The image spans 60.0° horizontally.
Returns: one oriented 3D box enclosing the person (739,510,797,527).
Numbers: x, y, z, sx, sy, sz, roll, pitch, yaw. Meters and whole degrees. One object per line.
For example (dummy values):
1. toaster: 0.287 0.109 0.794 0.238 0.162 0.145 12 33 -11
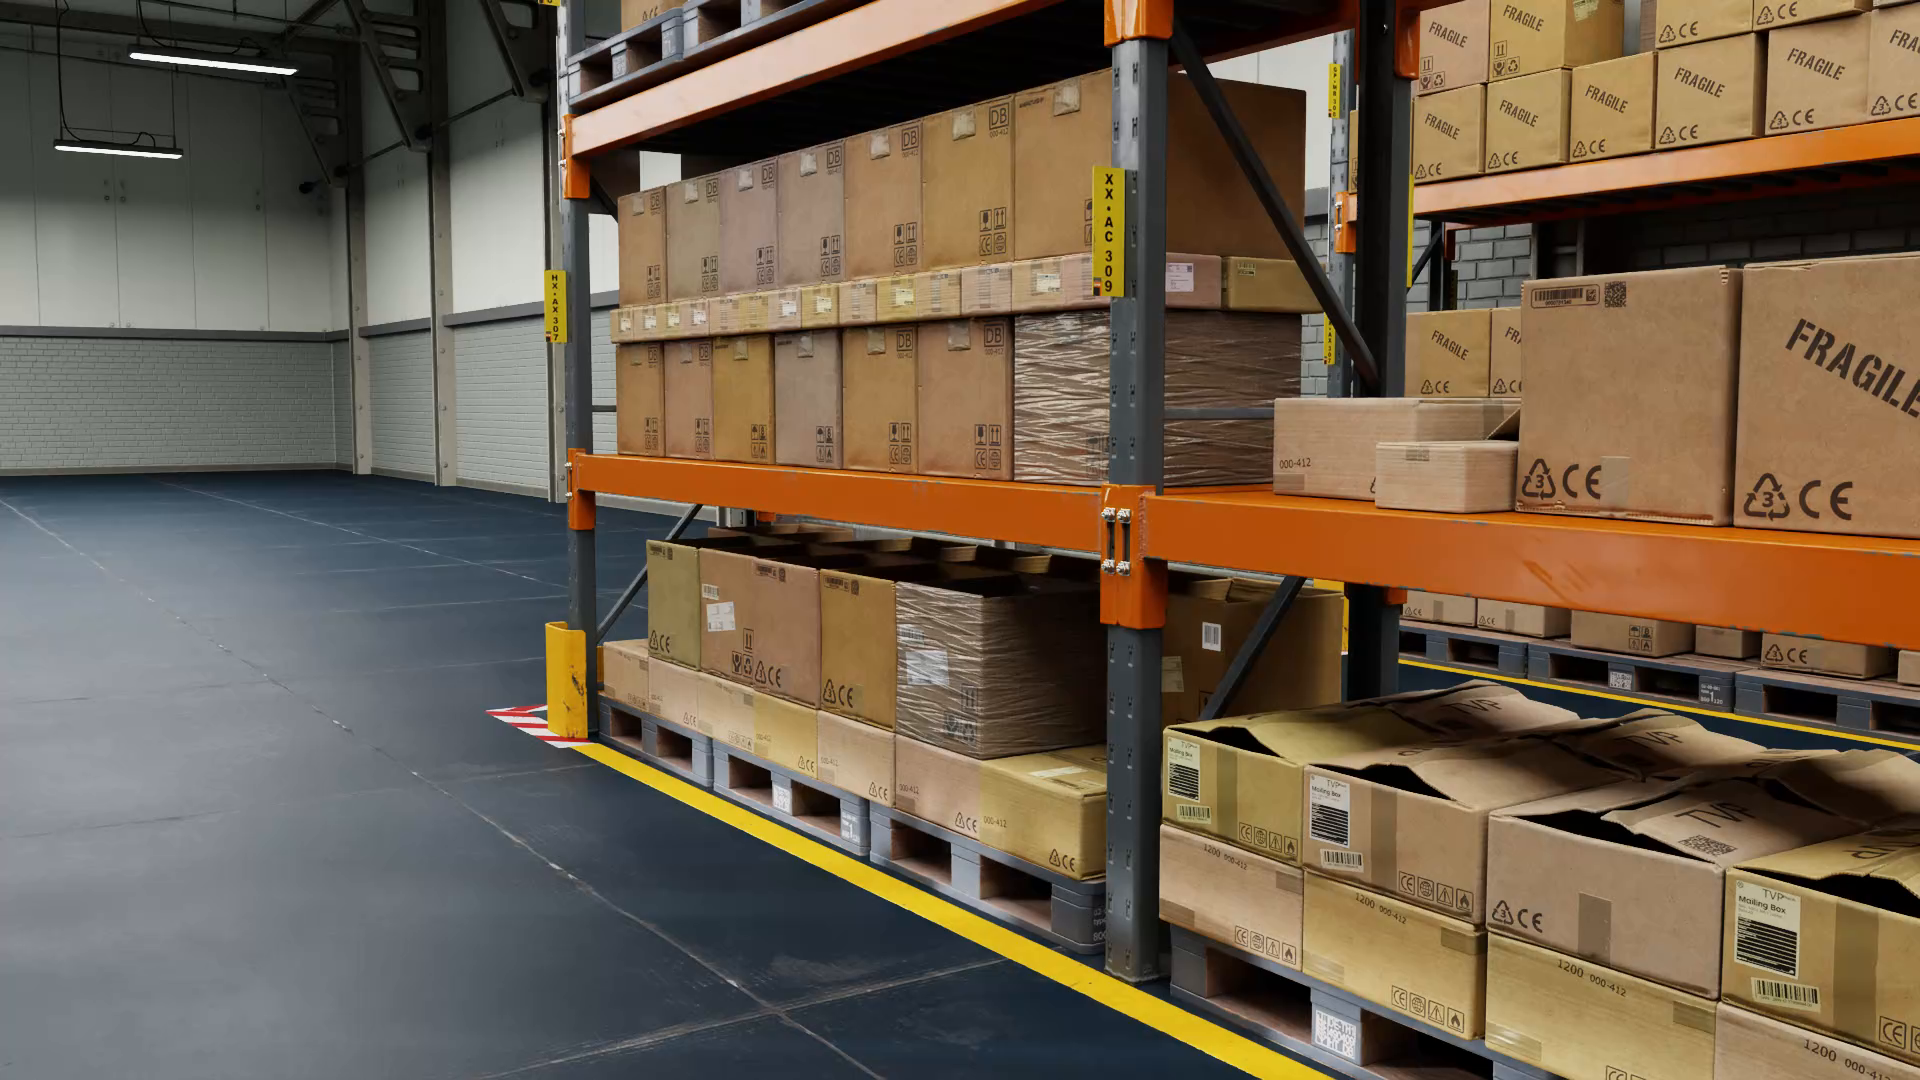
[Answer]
1. person: -1.050 -0.079 9.475 0.910 1.620 0.441 -3 6 -33
